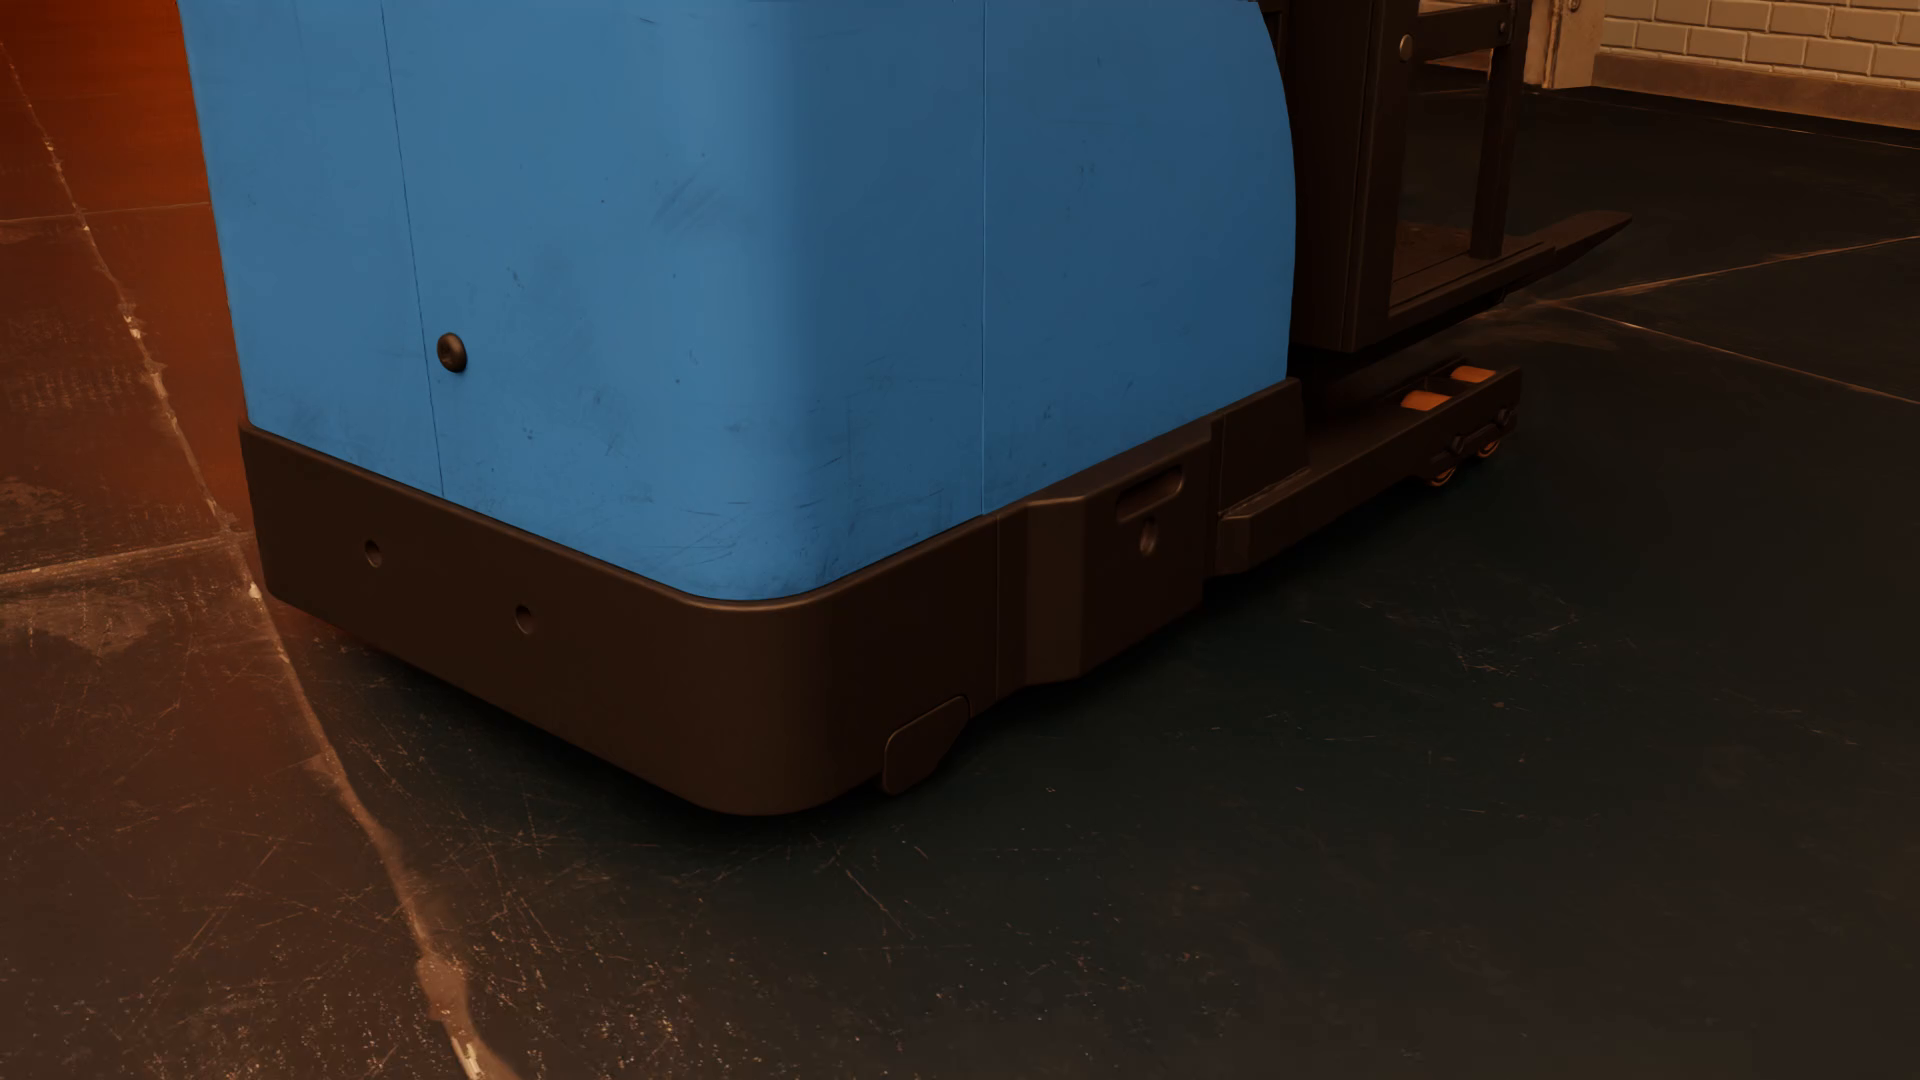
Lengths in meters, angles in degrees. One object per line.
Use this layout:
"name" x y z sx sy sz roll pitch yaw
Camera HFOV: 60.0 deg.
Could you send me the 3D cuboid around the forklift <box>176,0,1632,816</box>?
"forklift" 0.359 -1.553 2.558 1.130 2.935 3.031 17 28 36
